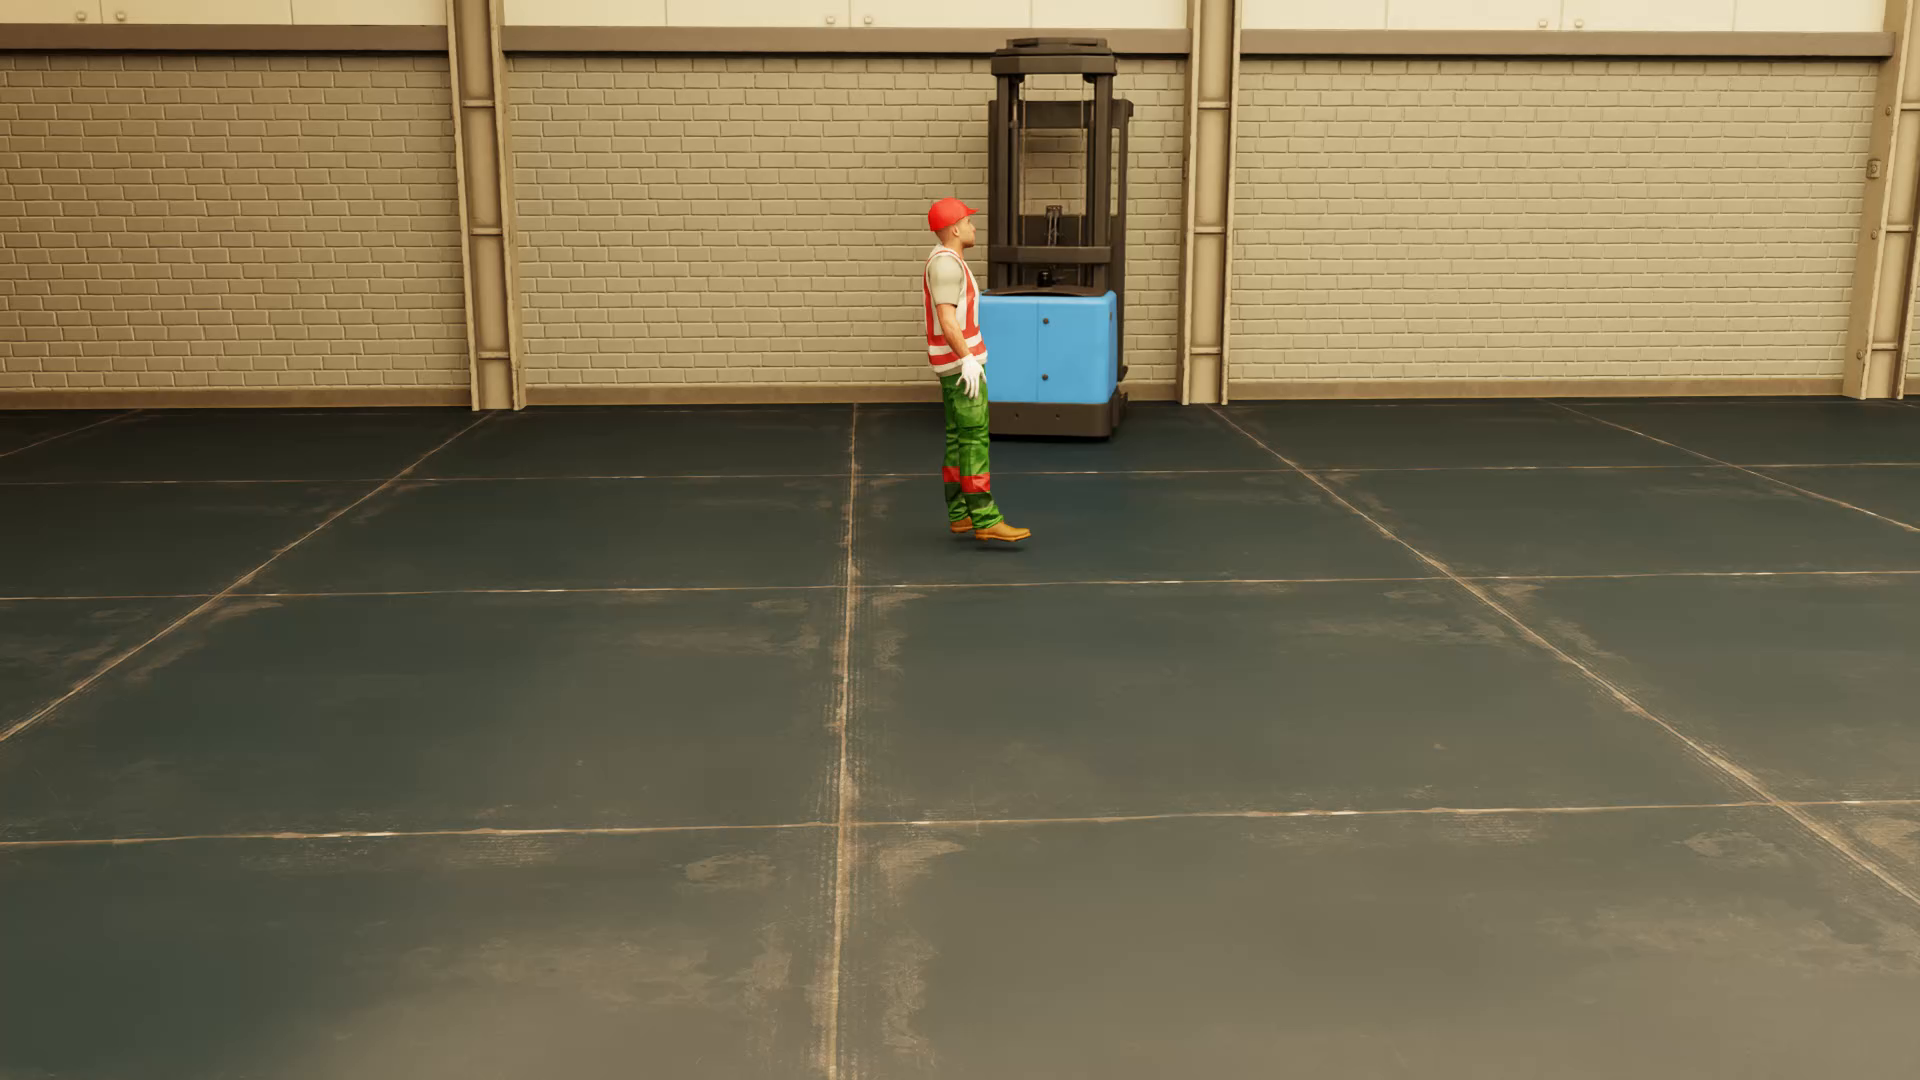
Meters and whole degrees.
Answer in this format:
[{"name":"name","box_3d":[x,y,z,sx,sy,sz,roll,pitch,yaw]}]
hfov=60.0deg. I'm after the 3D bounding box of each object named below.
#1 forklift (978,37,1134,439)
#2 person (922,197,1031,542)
[{"name":"forklift","box_3d":[0.800,-2.456,13.338,1.130,2.935,3.031,2,13,9]},{"name":"person","box_3d":[0.081,-0.918,8.889,0.561,1.789,0.637,-1,13,-3]}]
